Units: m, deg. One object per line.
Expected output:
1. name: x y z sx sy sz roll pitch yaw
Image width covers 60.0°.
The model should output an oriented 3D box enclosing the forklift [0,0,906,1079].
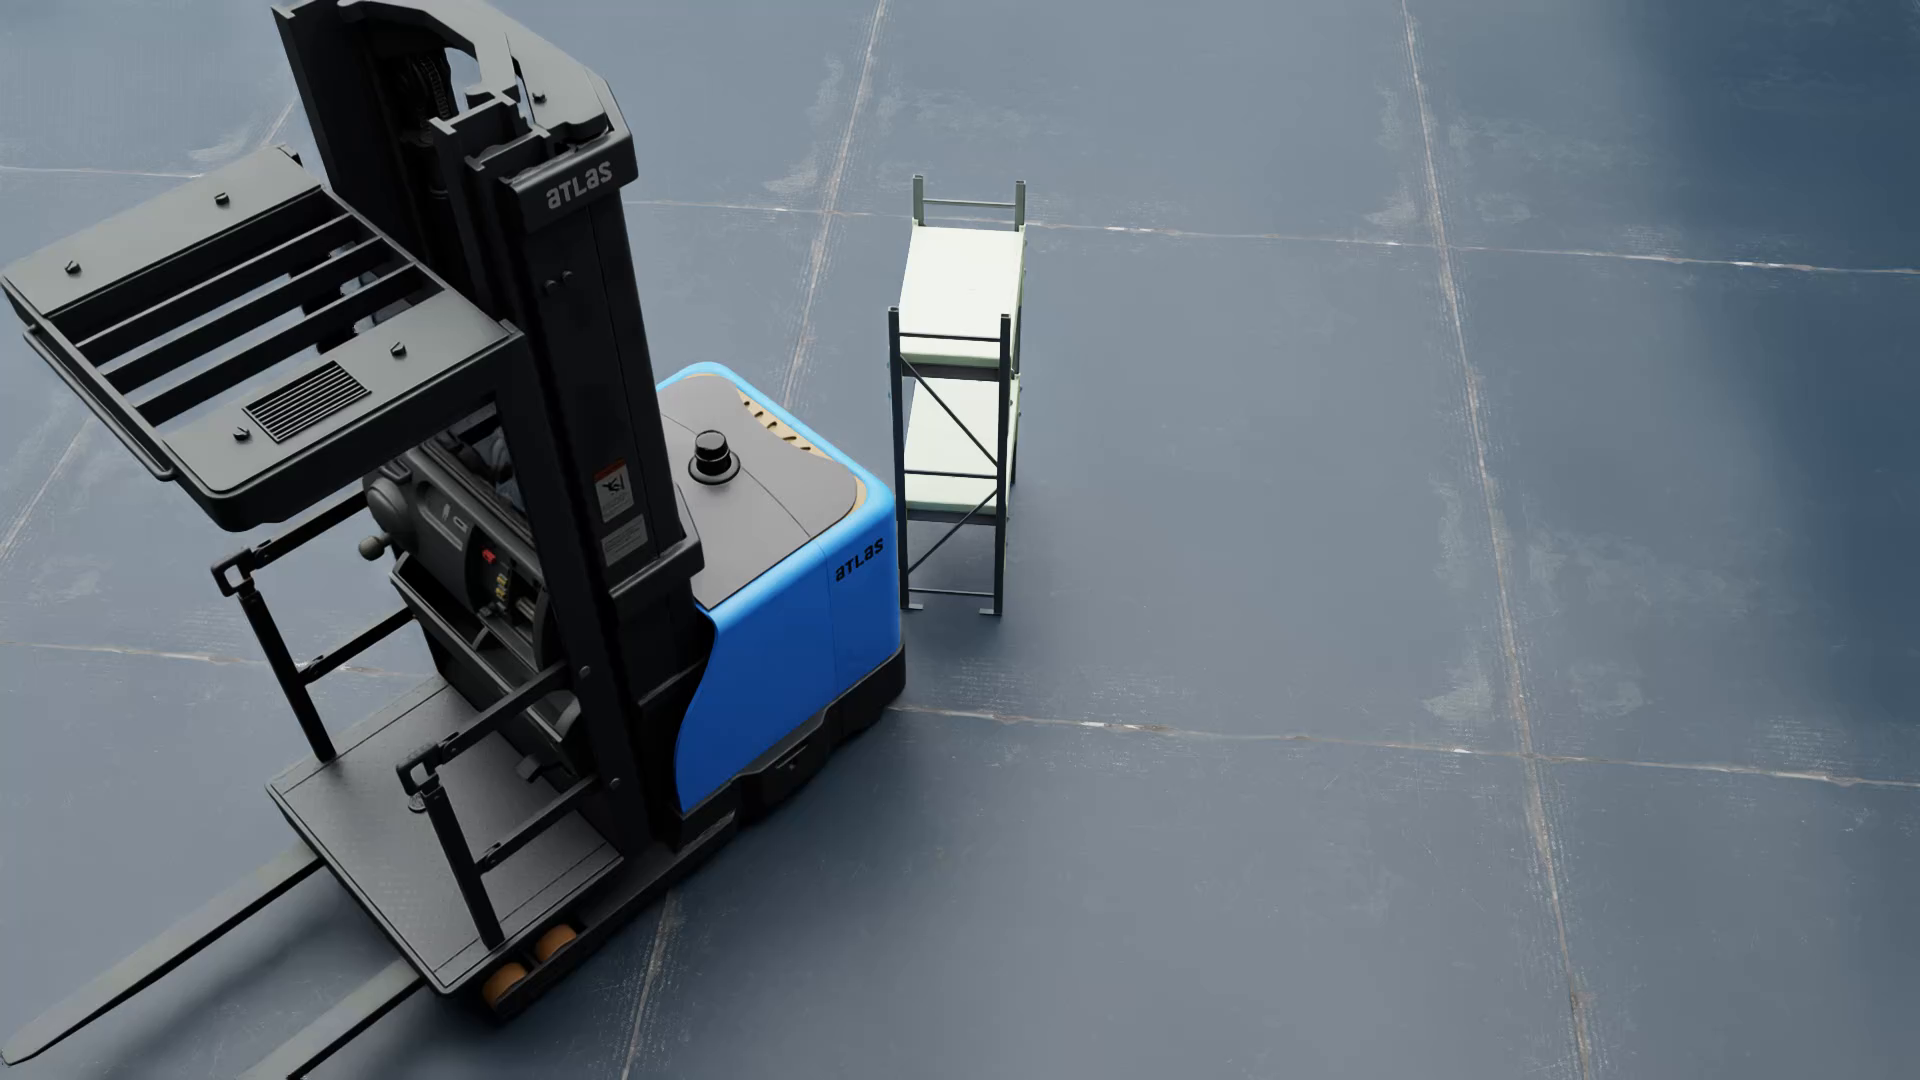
1. forklift: -1.598 0.097 4.675 3.031 2.935 1.130 -36 57 -28

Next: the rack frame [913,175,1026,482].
1. rack frame: 0.033 -0.770 6.438 0.400 1.500 0.023 4 48 4

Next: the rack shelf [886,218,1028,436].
1. rack shelf: -0.001 -0.765 5.904 0.431 0.370 0.720 4 48 4

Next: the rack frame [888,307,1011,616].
1. rack frame: -0.034 -0.232 5.946 0.400 1.500 0.023 4 48 4

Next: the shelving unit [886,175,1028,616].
1. shelving unit: -0.001 -0.501 6.192 0.431 1.500 0.755 4 48 4

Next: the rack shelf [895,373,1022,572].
1. rack shelf: -0.001 -0.281 6.433 0.431 0.370 0.720 4 48 4
